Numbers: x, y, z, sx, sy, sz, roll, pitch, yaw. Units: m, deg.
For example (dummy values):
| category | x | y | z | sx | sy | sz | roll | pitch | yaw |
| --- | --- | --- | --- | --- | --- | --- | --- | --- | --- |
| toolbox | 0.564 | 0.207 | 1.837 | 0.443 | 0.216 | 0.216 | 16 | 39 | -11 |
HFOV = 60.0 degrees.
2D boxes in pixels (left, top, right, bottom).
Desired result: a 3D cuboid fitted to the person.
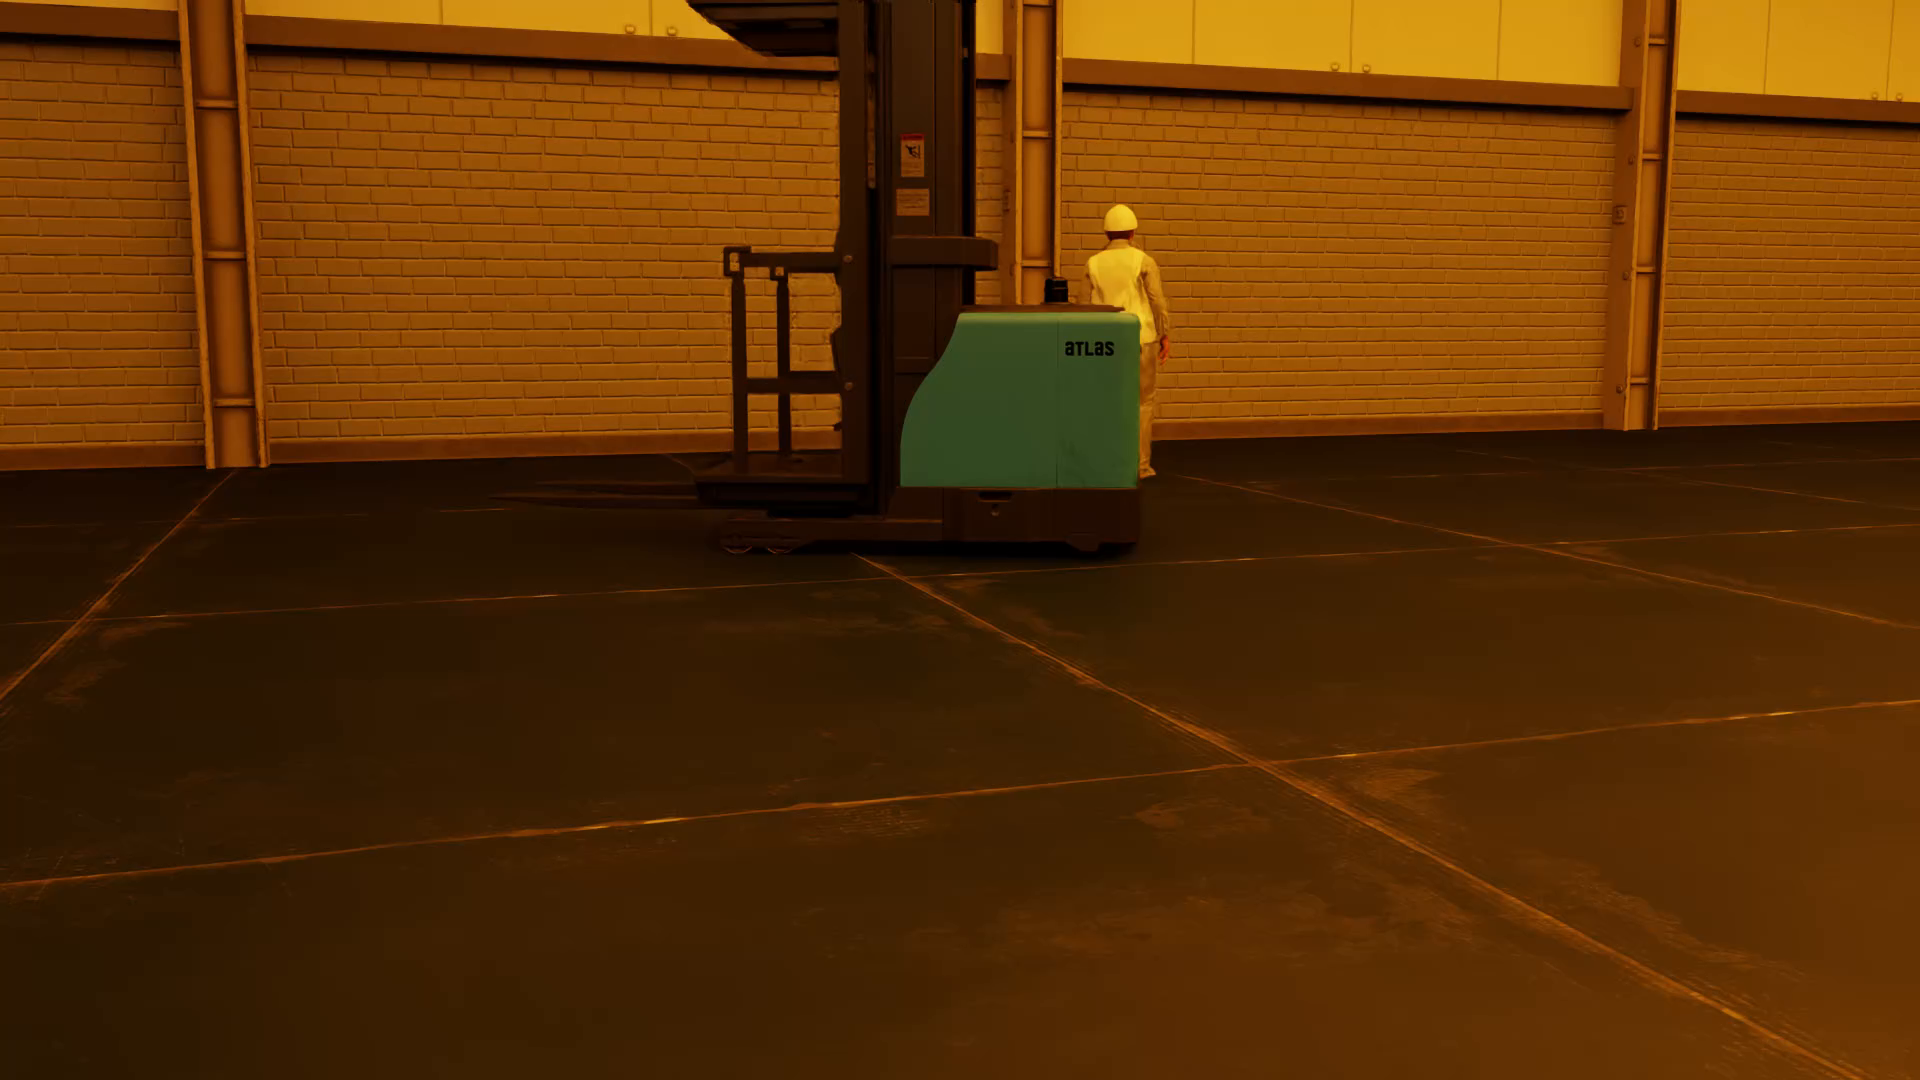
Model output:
| category | x | y | z | sx | sy | sz | roll | pitch | yaw |
| --- | --- | --- | --- | --- | --- | --- | --- | --- | --- |
| person | 1.086 | -1.281 | 10.908 | 0.614 | 1.799 | 0.508 | 3 | 8 | 21 |

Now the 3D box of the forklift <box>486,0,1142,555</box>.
| category | x | y | z | sx | sy | sz | roll | pitch | yaw |
| --- | --- | --- | --- | --- | --- | --- | --- | --- | --- |
| forklift | -0.668 | -1.456 | 7.751 | 3.031 | 2.935 | 1.130 | 1 | 8 | 5 |
